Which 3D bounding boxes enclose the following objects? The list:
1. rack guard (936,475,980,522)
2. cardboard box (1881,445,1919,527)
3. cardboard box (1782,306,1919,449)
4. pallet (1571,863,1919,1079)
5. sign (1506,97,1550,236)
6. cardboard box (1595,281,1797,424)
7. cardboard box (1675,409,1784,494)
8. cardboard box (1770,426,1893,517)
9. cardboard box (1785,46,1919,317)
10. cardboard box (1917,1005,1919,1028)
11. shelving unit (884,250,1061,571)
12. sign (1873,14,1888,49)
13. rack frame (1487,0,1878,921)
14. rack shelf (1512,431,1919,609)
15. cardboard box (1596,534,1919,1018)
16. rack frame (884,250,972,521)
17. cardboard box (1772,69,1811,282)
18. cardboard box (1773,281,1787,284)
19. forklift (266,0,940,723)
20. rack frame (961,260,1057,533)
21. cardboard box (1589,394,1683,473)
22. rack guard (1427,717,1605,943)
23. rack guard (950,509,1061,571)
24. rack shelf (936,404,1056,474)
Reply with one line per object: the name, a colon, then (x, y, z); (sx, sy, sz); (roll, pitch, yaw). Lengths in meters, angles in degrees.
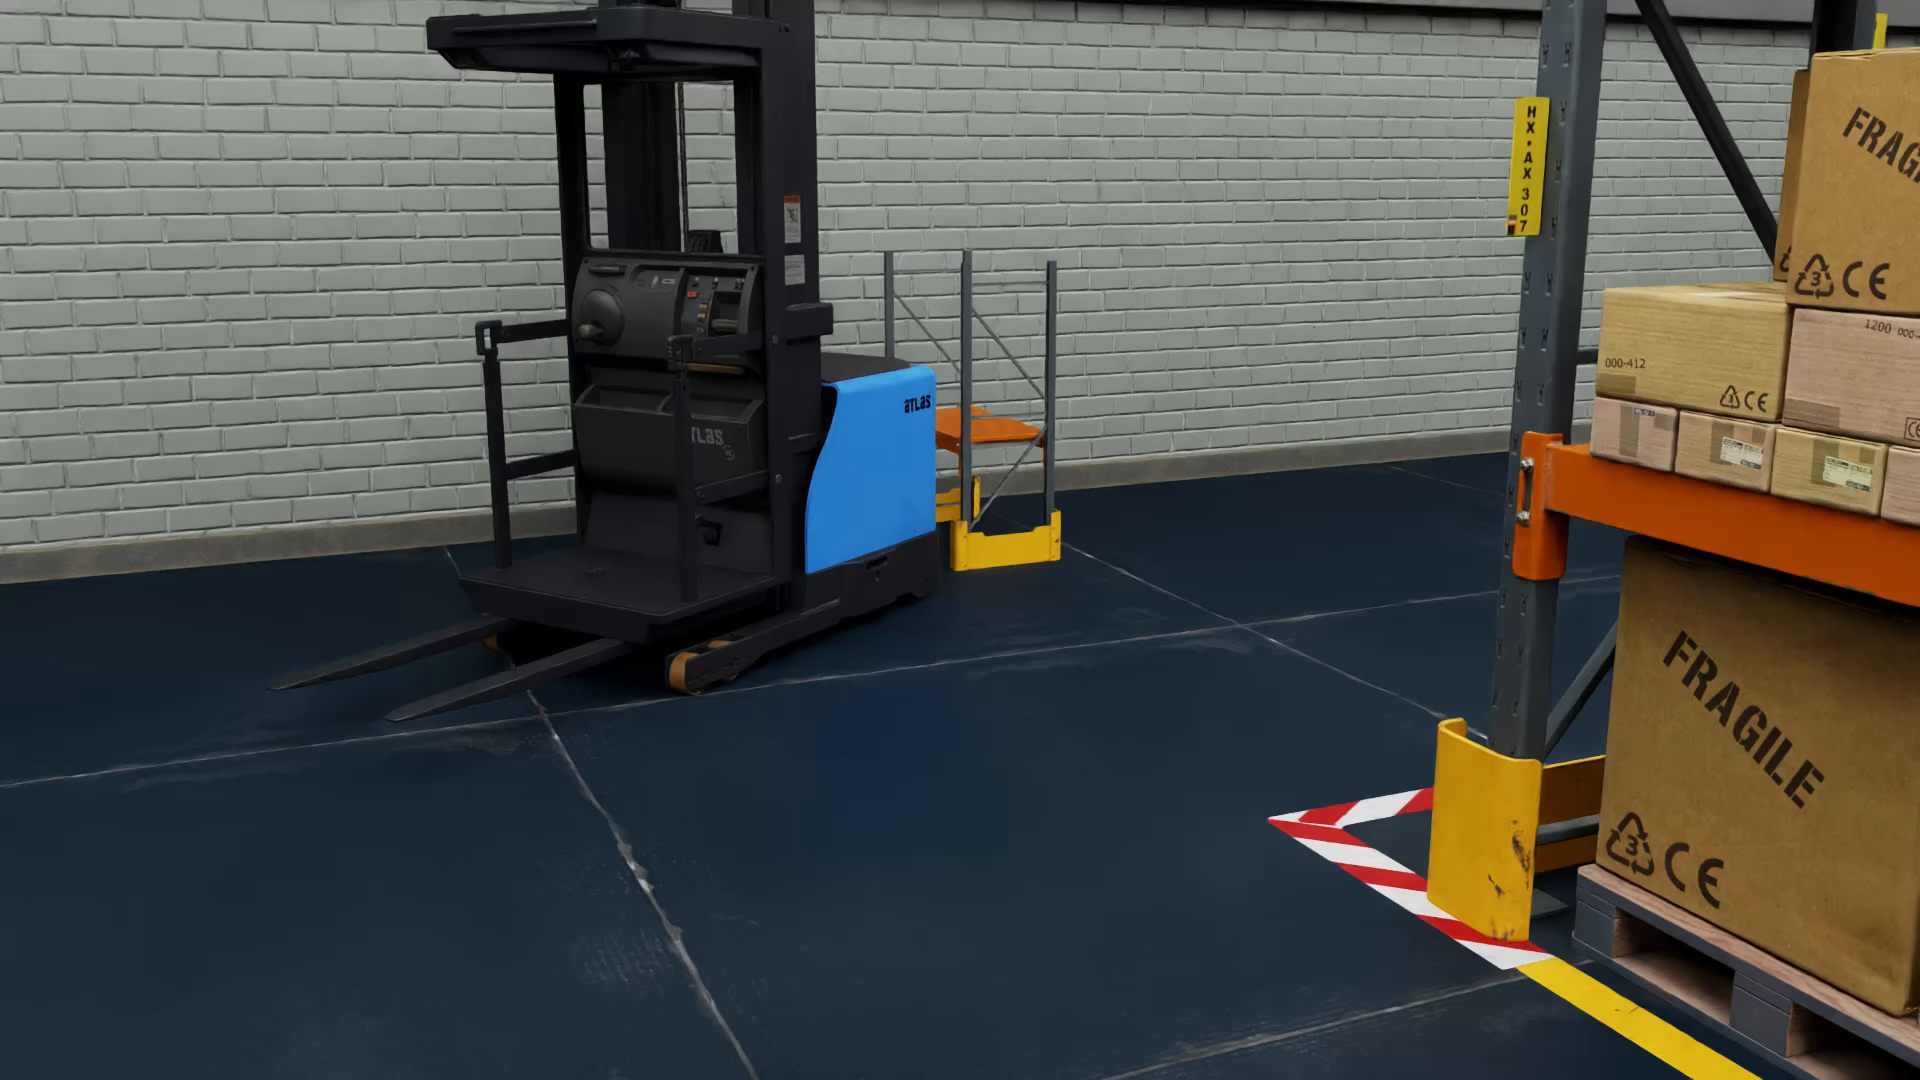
rack guard: (-0.169, -0.209, 9.218); (0.587, 0.250, 0.087); (-6, 14, -23)
cardboard box: (2.035, -0.105, 3.230); (0.380, 0.149, 0.250); (-6, 14, -24)
cardboard box: (2.042, -0.332, 3.324); (0.500, 0.250, 0.500); (-6, 14, -24)
pallet: (2.275, 1.026, 3.967); (1.003, 0.211, 1.213); (-6, 14, -23)
sign: (1.372, -0.902, 4.018); (0.100, 0.325, 0.005); (-6, 14, -23)
cardboard box: (1.828, -0.439, 3.786); (0.500, 0.250, 0.500); (-6, 14, -24)
cardboard box: (1.827, -0.212, 3.690); (0.380, 0.149, 0.250); (-6, 14, -24)
cardboard box: (1.930, -0.159, 3.462); (0.380, 0.149, 0.250); (-6, 14, -24)
cardboard box: (2.028, -0.701, 3.255); (0.500, 0.500, 0.500); (-6, 14, -24)
cardboard box: (2.577, 0.653, 3.176); (0.875, 0.875, 0.875); (-6, 14, -23)
shelving unit: (0.031, -0.715, 8.633); (0.587, 1.500, 1.083); (-6, 14, -23)
sign: (2.386, -1.216, 4.378); (0.100, 0.325, 0.005); (-6, 14, -23)
rack frame: (1.883, -0.490, 4.336); (1.000, 3.000, 0.127); (-6, 14, -23)
rack shelf: (2.684, 0.273, 2.632); (1.077, 0.370, 4.000); (-6, 14, -23)
cardboard box: (2.213, 0.465, 3.988); (0.875, 0.875, 0.875); (-6, 14, -23)
rack frame: (-0.169, -0.818, 9.078); (0.500, 1.500, 0.032); (-6, 14, -23)
cardboard box: (2.319, -0.851, 3.903); (0.500, 0.500, 0.500); (-5, 14, -22)
cardboard box: (2.320, -0.486, 3.990); (0.500, 0.250, 0.500); (-6, 14, -24)
forklift: (-1.301, -0.957, 6.503); (1.130, 2.935, 3.031); (8, 15, 31)
rack frame: (0.238, -0.608, 8.171); (0.500, 1.500, 0.032); (-6, 14, -23)
cardboard box: (1.723, -0.265, 3.919); (0.380, 0.149, 0.250); (-5, 14, -22)
rack guard: (1.873, 0.722, 4.639); (1.175, 0.500, 0.348); (-6, 14, -23)
rack guard: (0.230, -0.003, 8.329); (0.587, 0.250, 0.087); (-6, 14, -23)
rack shelf: (0.034, -0.538, 8.665); (0.538, 0.185, 1.000); (-6, 14, -23)
